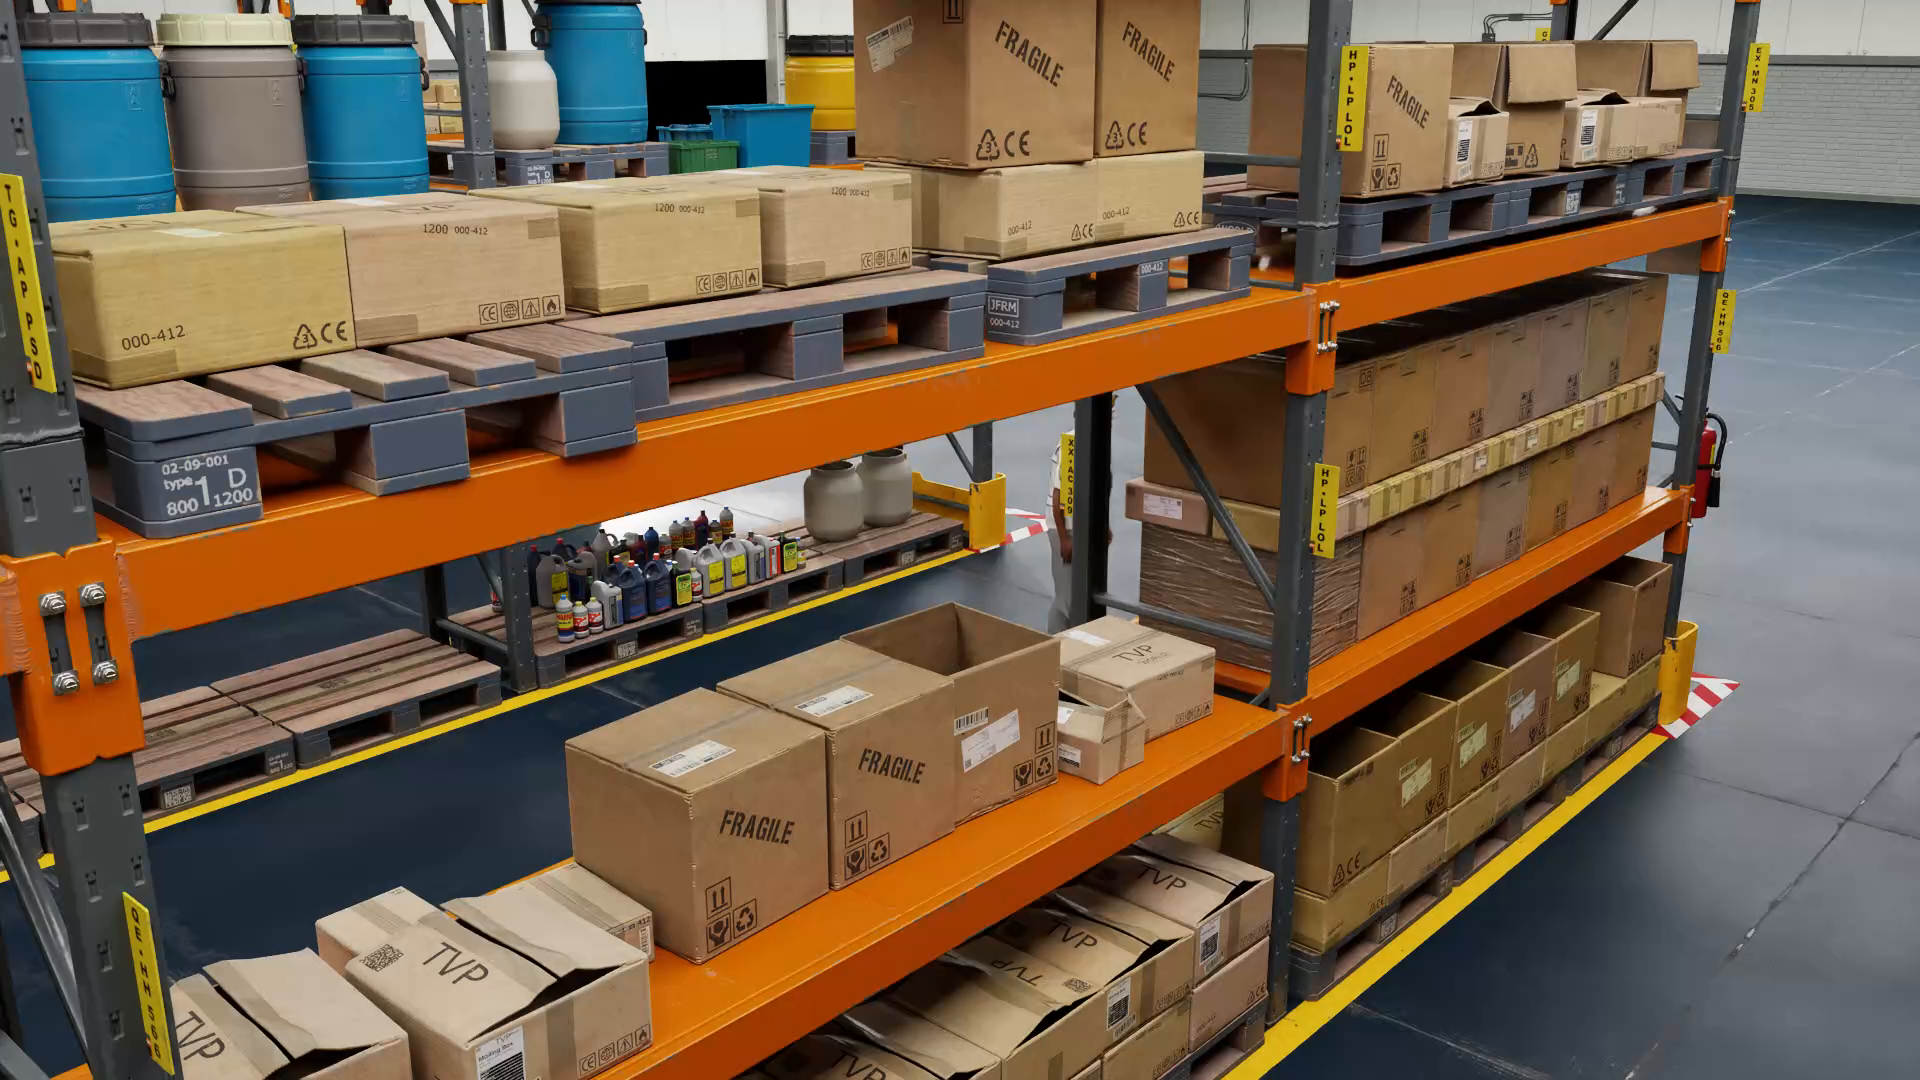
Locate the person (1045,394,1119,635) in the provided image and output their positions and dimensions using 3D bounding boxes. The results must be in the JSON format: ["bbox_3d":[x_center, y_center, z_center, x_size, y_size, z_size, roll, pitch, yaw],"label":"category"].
[{"bbox_3d":[0.706,-0.048,9.694,0.391,1.664,0.532,13,21,37],"label":"person"}]
